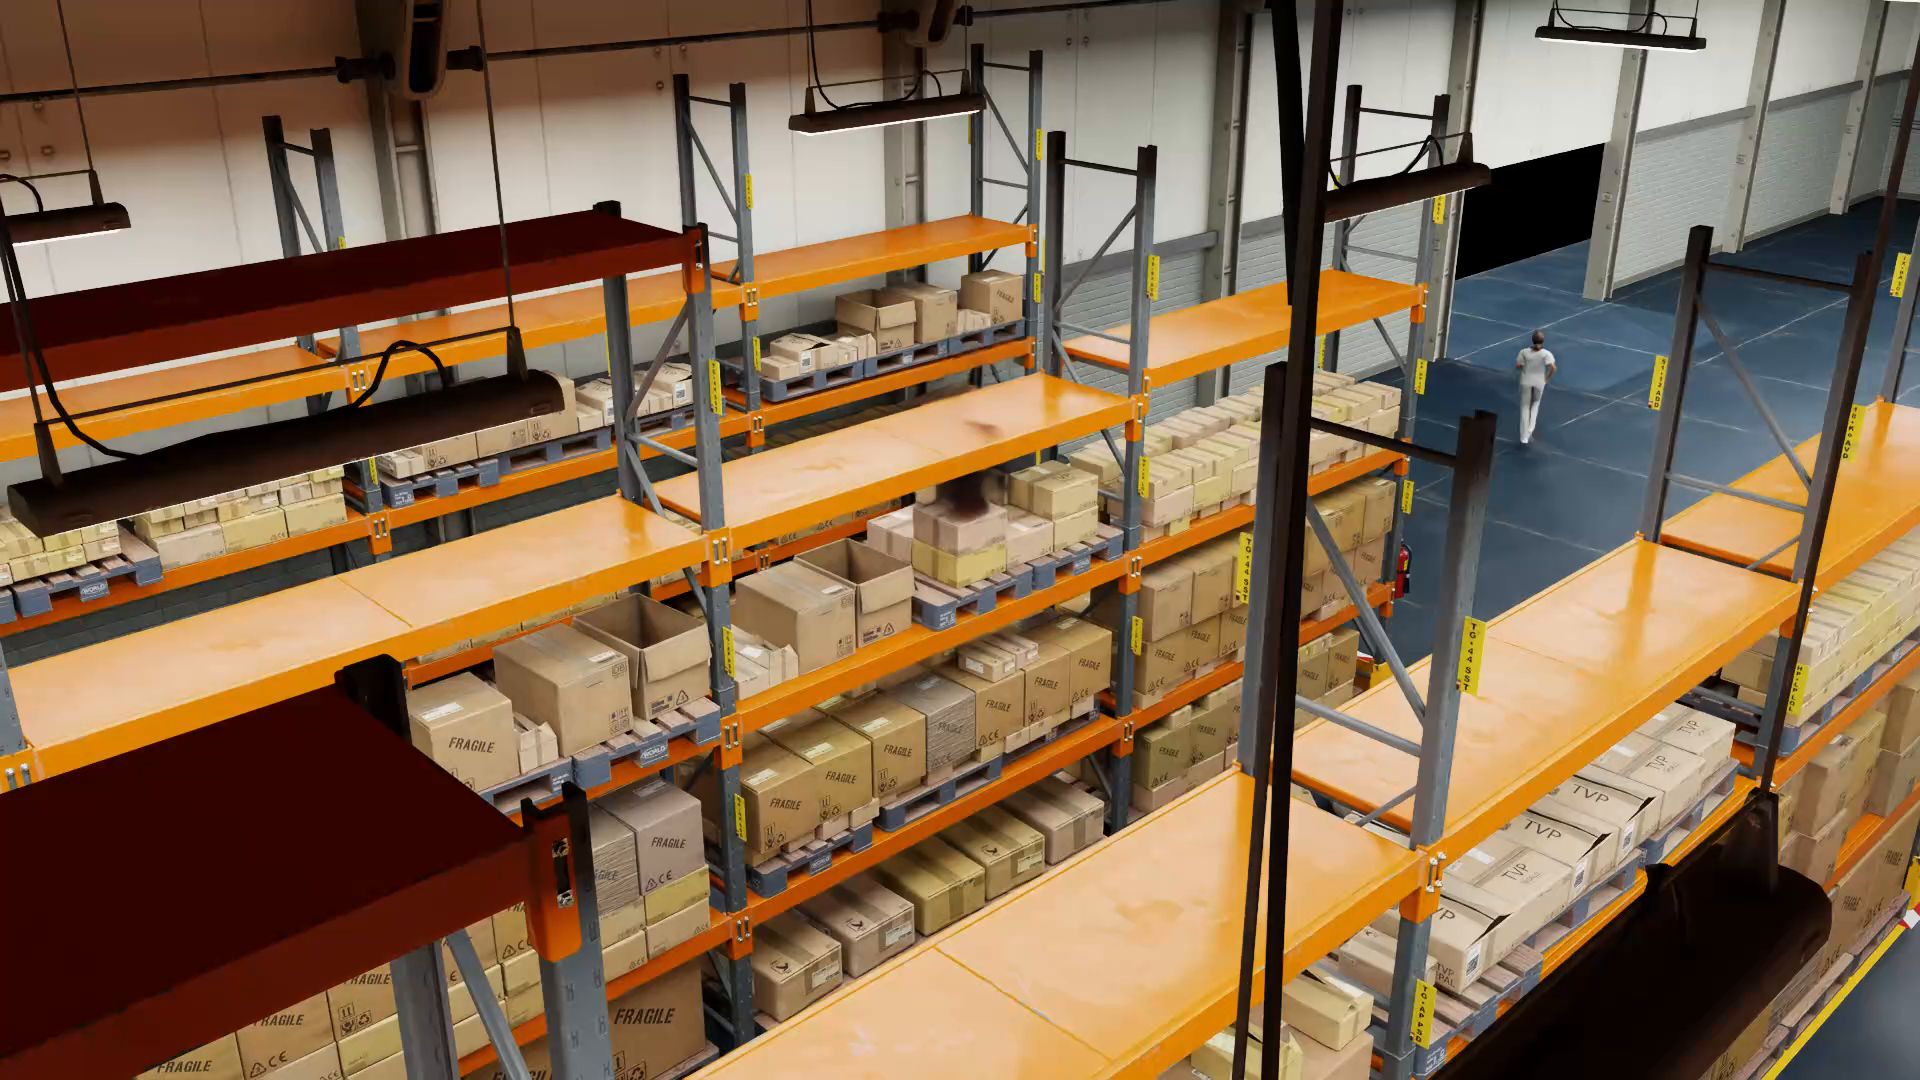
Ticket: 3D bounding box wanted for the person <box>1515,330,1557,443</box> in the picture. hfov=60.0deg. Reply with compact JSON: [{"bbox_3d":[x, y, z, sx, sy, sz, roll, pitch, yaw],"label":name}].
[{"bbox_3d":[8.255,-2.200,24.003,0.544,1.715,0.691,5,23,11],"label":"person"}]
